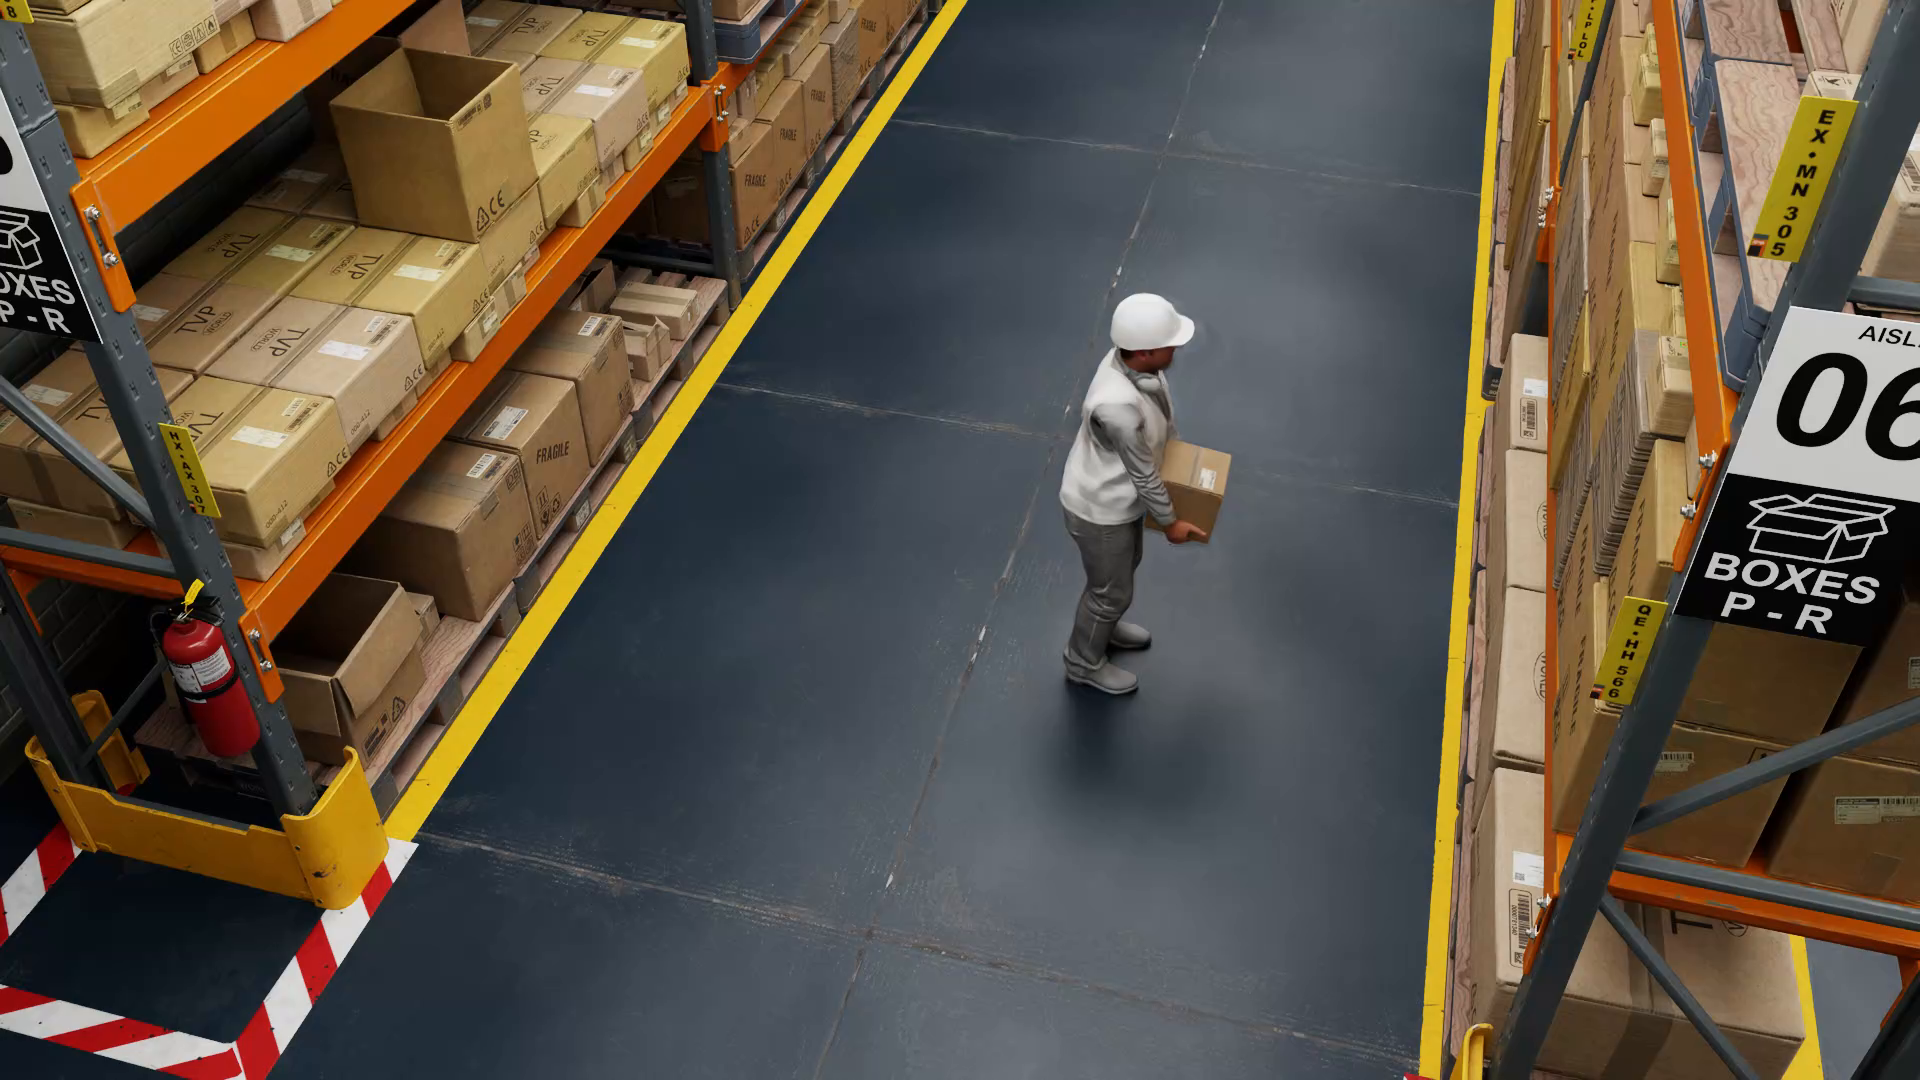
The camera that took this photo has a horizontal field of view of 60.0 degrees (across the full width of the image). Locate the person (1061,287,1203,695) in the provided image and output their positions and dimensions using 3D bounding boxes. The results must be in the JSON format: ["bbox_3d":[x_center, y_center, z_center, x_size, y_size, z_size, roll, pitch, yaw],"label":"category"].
[{"bbox_3d":[0.673,-0.174,6.346,0.556,1.764,0.494,11,42,12],"label":"person"}]
